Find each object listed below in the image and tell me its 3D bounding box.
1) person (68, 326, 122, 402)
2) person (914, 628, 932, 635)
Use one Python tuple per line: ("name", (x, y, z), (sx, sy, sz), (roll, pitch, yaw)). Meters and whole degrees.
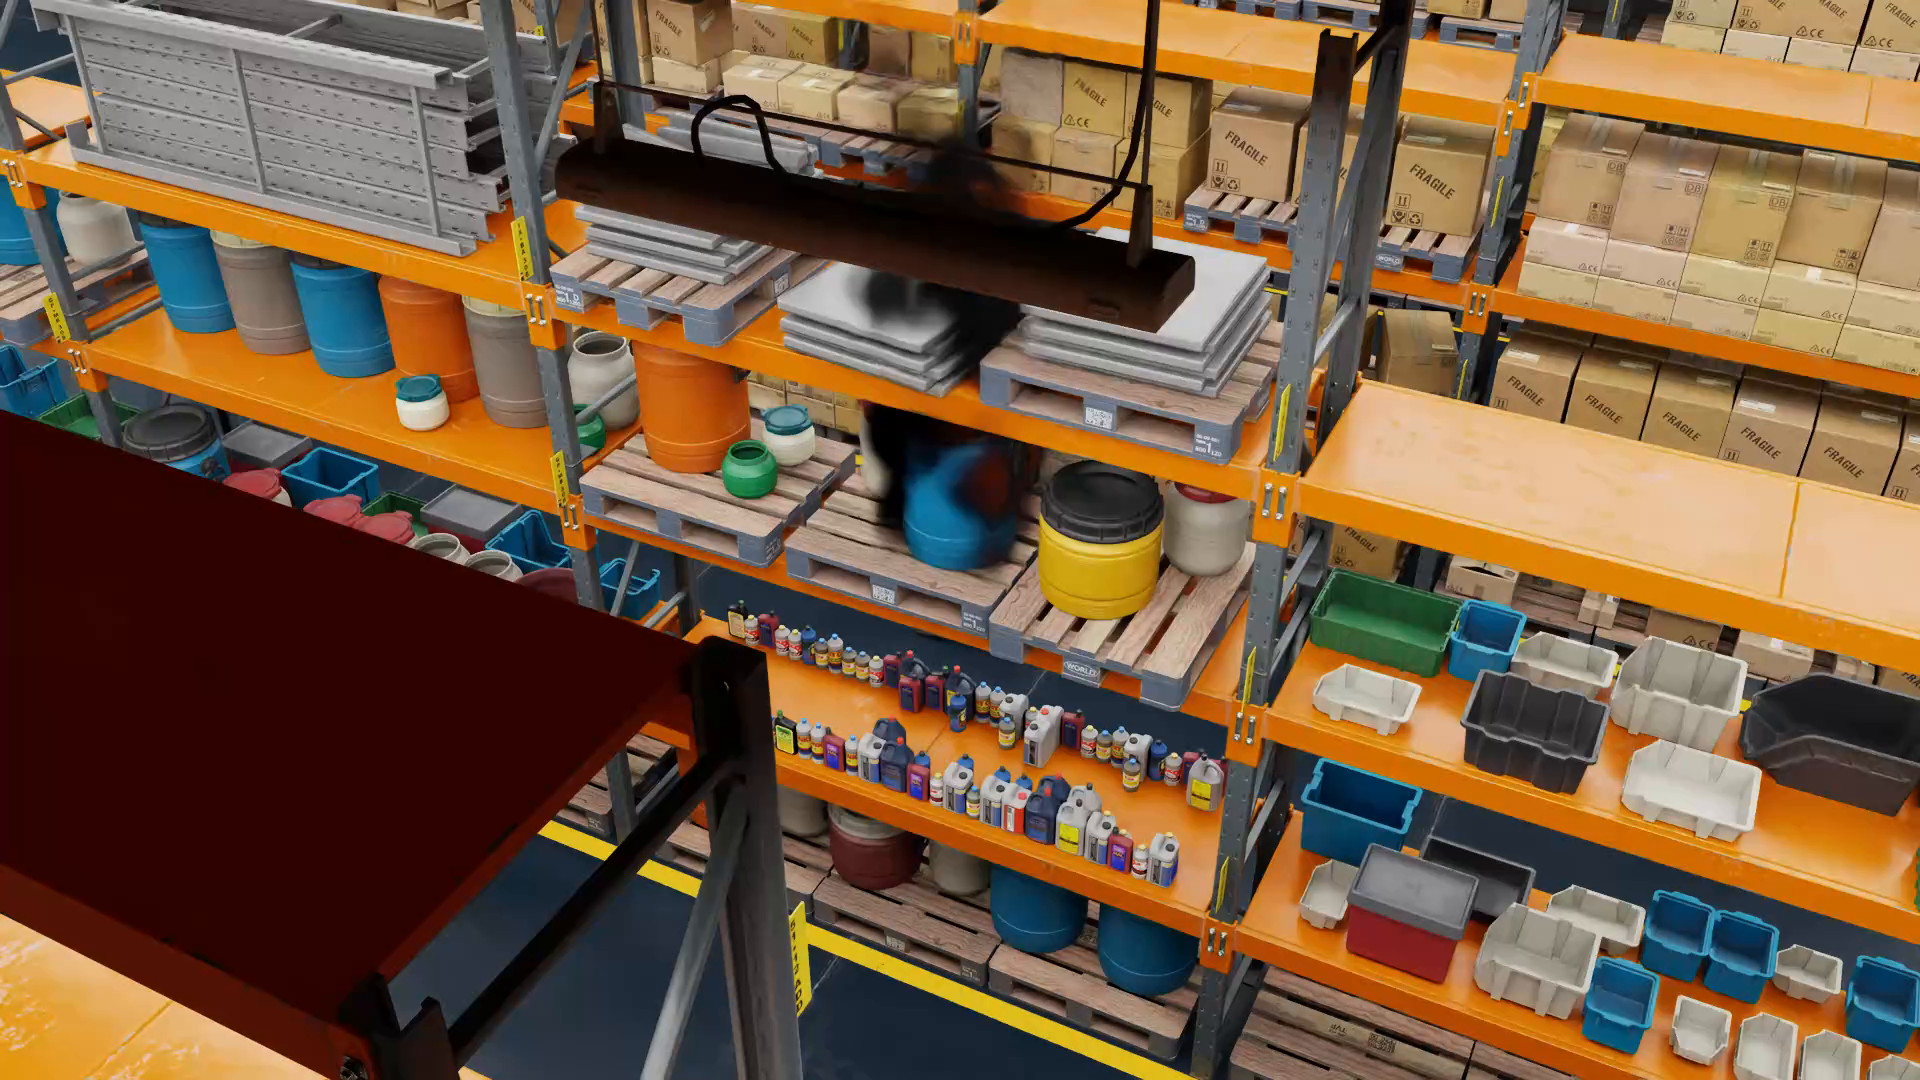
("person", (-7.739, -1.586, 14.785), (0.536, 1.547, 0.533), (19, 39, 25))
("person", (0.104, 0.054, 12.342), (0.923, 1.645, 0.579), (8, 36, 11))
